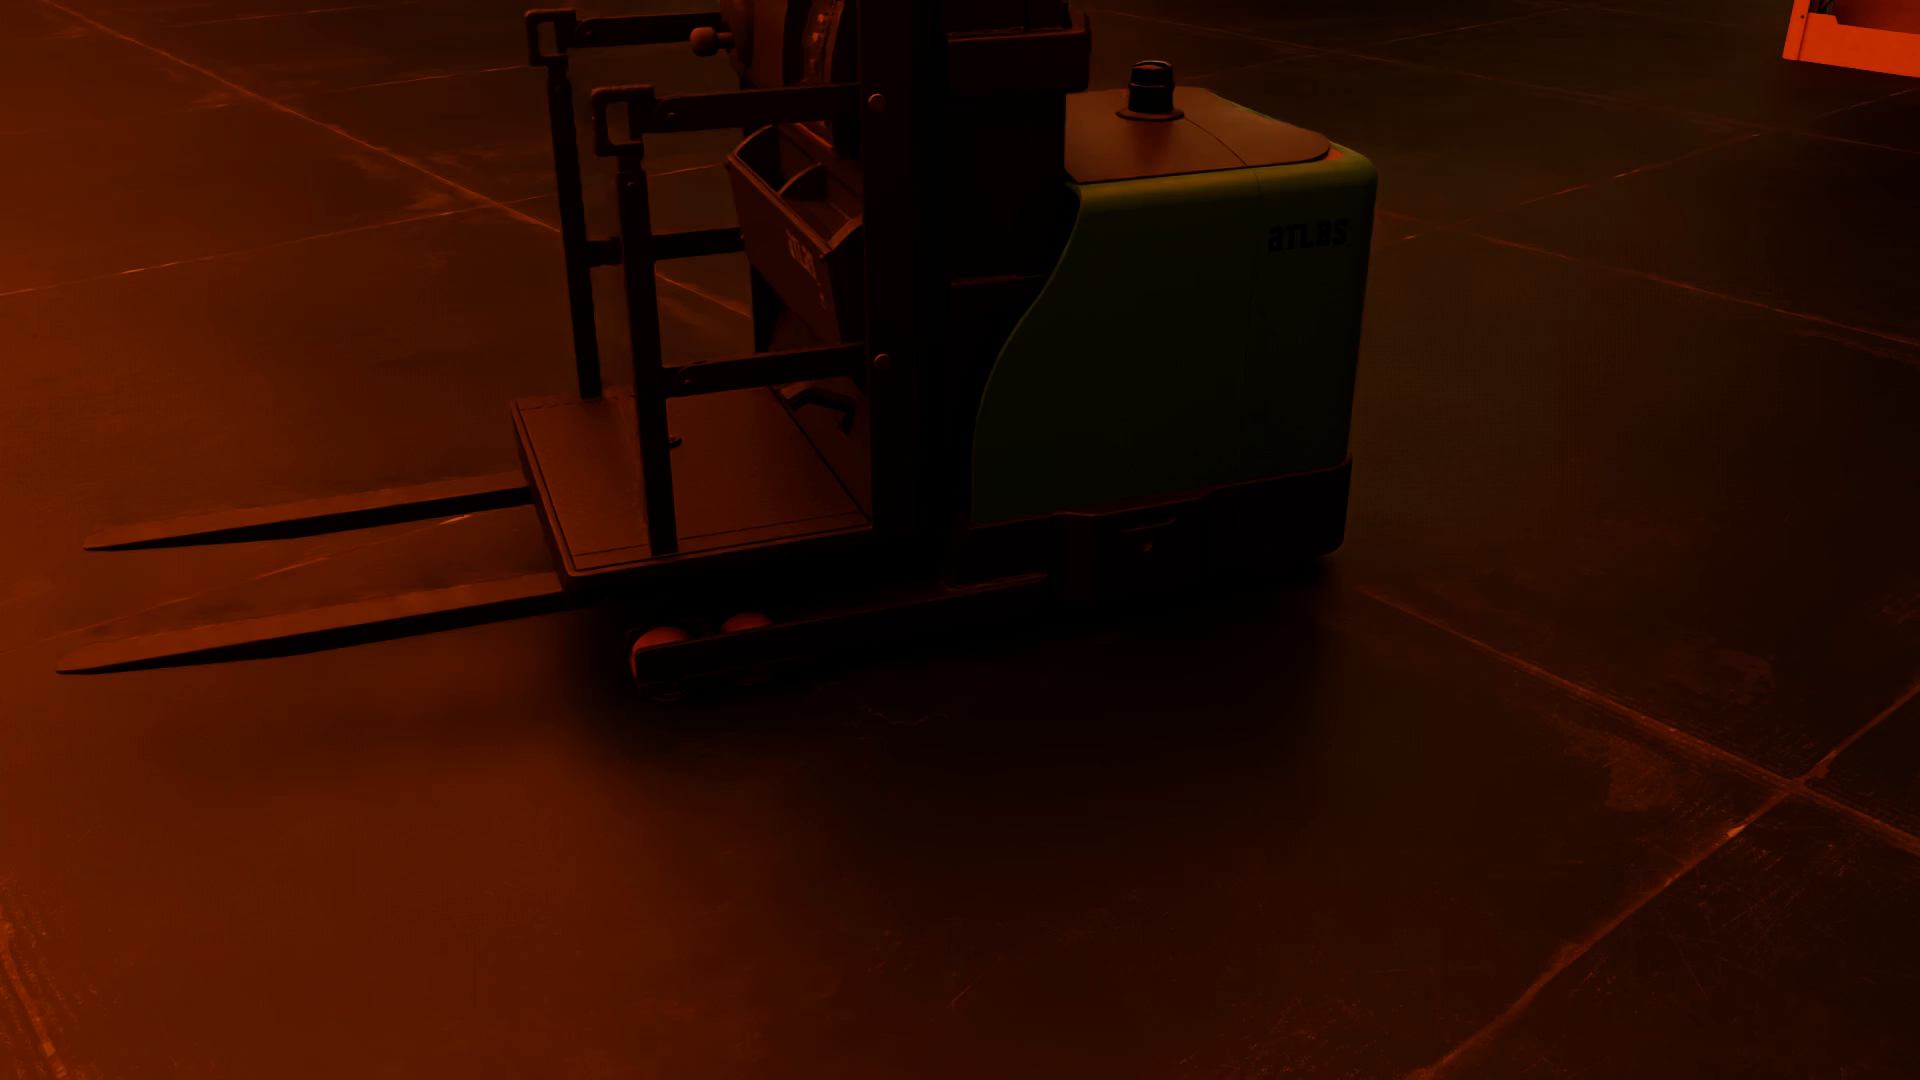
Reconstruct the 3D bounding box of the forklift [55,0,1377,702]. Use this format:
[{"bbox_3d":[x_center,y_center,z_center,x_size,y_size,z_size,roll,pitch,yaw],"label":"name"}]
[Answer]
[{"bbox_3d":[-0.573,-1.212,3.647,3.031,2.935,1.130,-9,28,-18],"label":"forklift"}]
